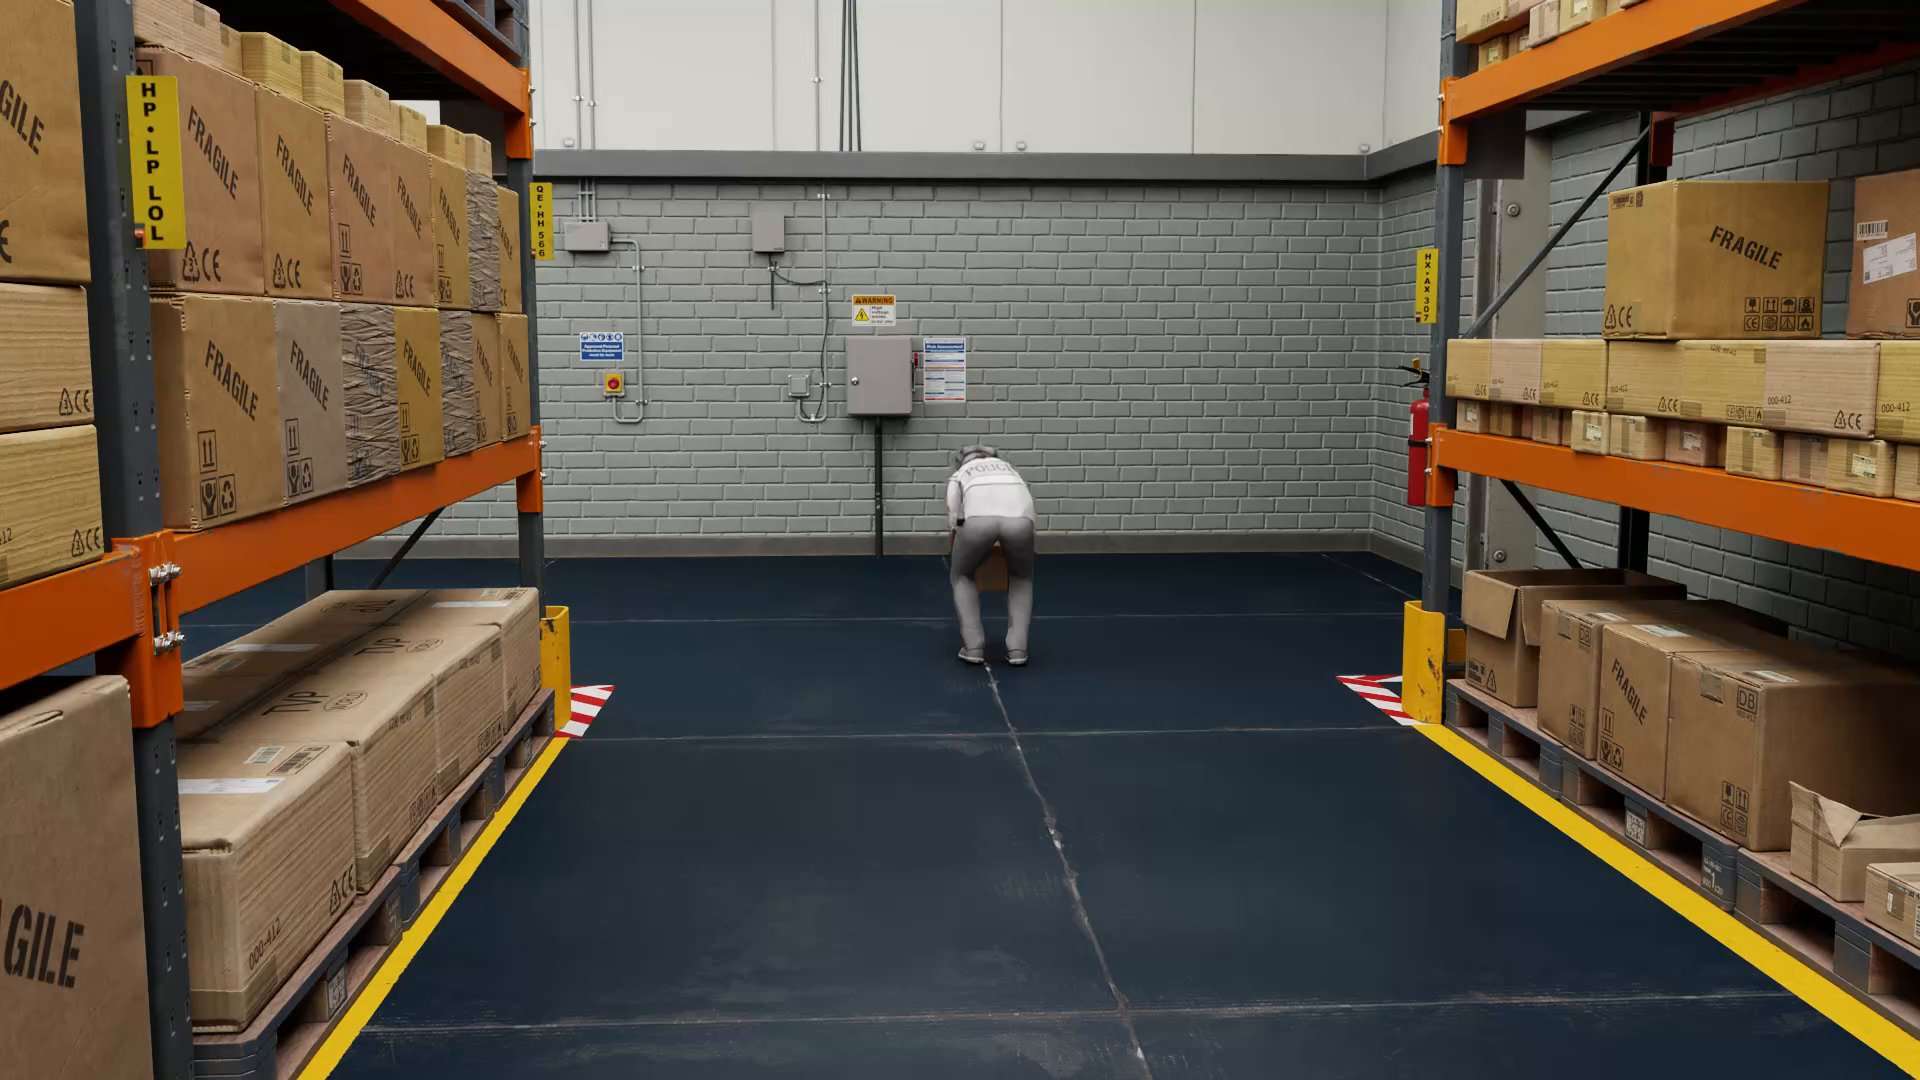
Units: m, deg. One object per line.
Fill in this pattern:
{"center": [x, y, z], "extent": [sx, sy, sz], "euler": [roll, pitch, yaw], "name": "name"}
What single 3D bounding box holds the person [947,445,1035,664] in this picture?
{"center": [0.160, 0.071, 8.920], "extent": [0.441, 1.122, 0.928], "euler": [-1, 7, -6], "name": "person"}
